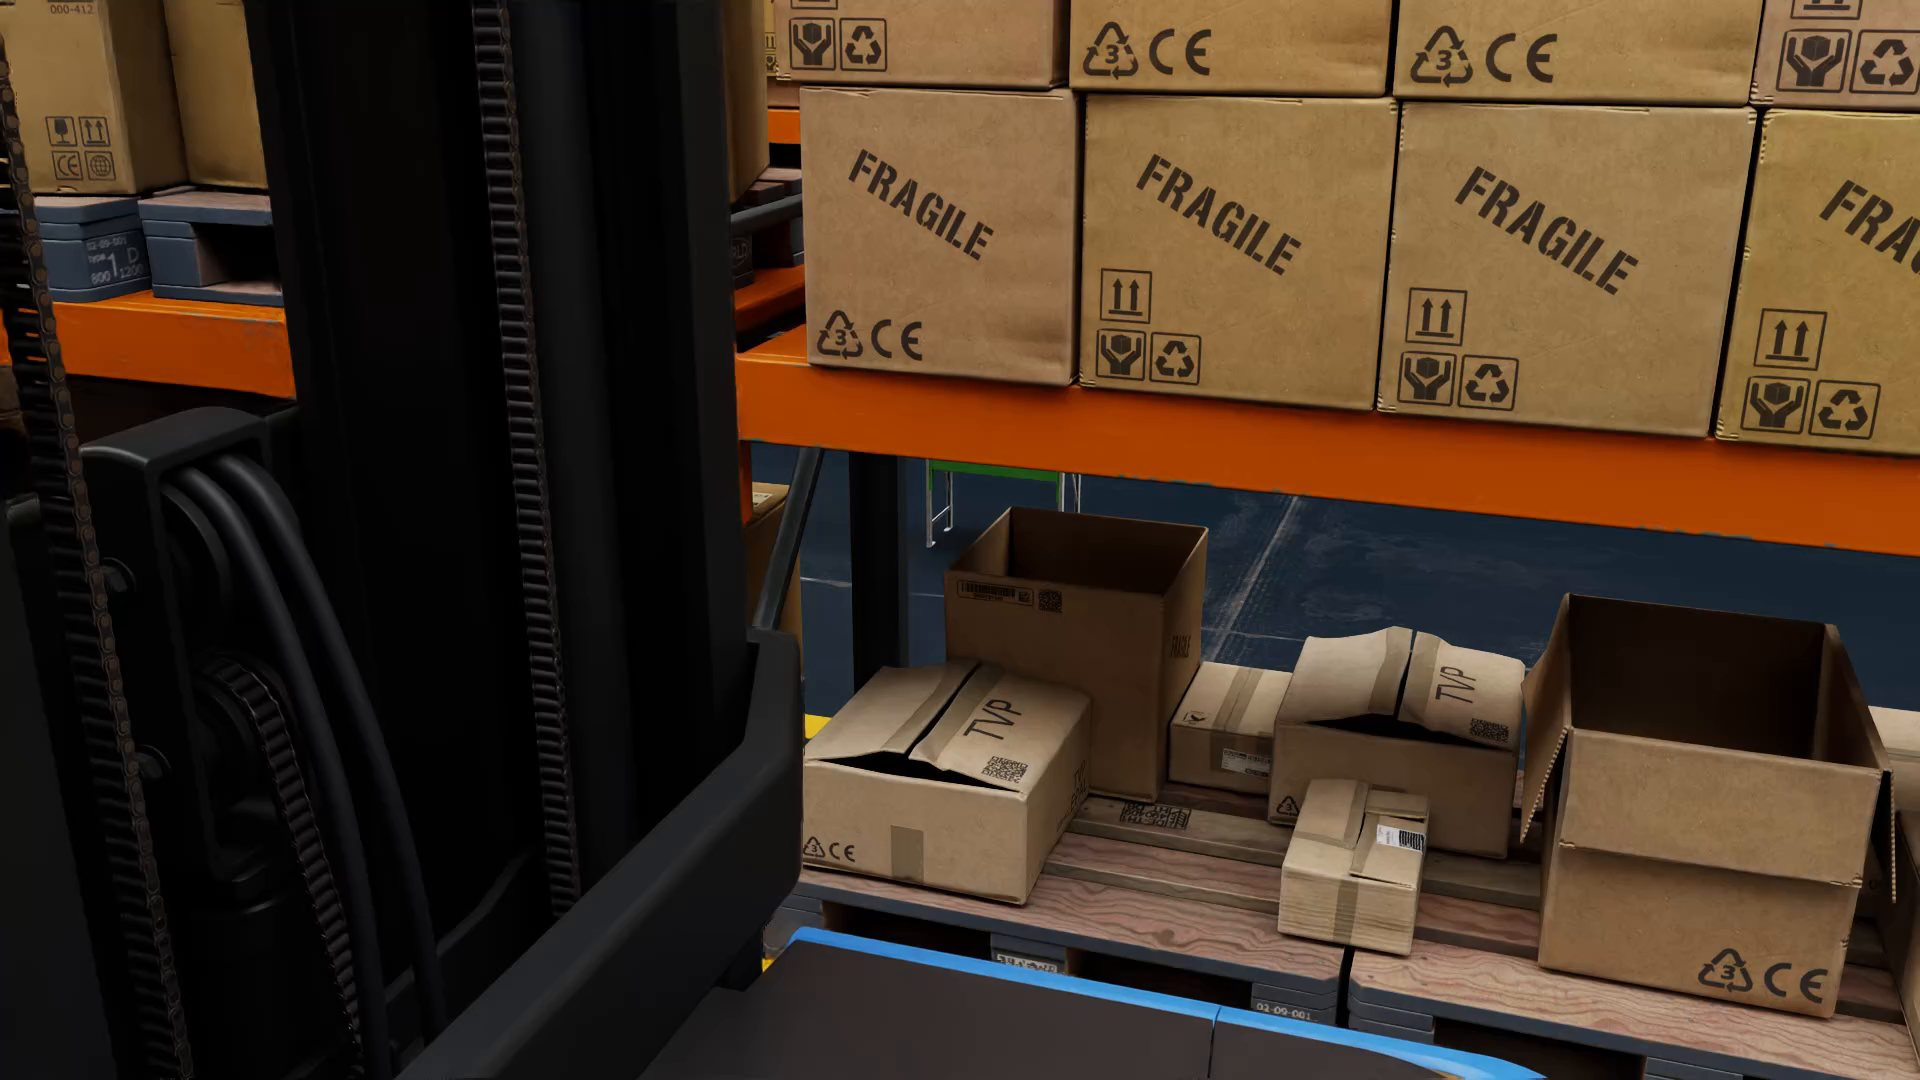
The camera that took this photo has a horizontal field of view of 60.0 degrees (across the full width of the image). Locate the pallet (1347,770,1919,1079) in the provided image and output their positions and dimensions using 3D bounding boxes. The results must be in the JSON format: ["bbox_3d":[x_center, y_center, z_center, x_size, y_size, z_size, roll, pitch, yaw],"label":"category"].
[{"bbox_3d":[1.453,0.828,3.381,1.213,0.211,1.003,7,20,18],"label":"pallet"}]

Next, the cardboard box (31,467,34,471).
[{"bbox_3d":[-2.183,-0.015,4.692,0.500,0.500,0.500,6,20,16],"label":"cardboard box"}]

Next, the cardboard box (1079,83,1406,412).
[{"bbox_3d":[0.525,-0.548,2.939,0.500,0.500,0.500,7,20,19],"label":"cardboard box"}]

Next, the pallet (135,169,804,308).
[{"bbox_3d":[-1.071,-0.724,3.888,1.213,0.211,1.003,7,20,18],"label":"pallet"}]

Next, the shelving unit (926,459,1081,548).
[{"bbox_3d":[0.156,-0.549,5.827,0.503,1.200,0.258,7,20,18],"label":"shelving unit"}]

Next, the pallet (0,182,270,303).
[{"bbox_3d":[-2.292,-0.827,4.184,1.213,0.211,1.003,7,20,18],"label":"pallet"}]

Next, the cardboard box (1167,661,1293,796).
[{"bbox_3d":[0.654,0.439,3.922,0.250,0.149,0.380,7,20,18],"label":"cardboard box"}]

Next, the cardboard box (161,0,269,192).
[{"bbox_3d":[-1.396,-1.115,3.929,0.500,0.500,0.700,10,22,27],"label":"cardboard box"}]

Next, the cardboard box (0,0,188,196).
[{"bbox_3d":[-2.041,-1.112,3.919,0.500,0.500,0.700,1,19,4],"label":"cardboard box"}]

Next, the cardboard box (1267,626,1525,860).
[{"bbox_3d":[0.988,0.422,3.726,0.500,0.311,0.500,7,20,18],"label":"cardboard box"}]

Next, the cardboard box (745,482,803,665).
[{"bbox_3d":[-0.729,0.150,4.218,0.500,0.500,0.500,6,20,16],"label":"cardboard box"}]

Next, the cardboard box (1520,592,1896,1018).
[{"bbox_3d":[1.425,0.478,3.273,0.637,0.503,0.797,7,20,18],"label":"cardboard box"}]

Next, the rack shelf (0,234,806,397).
[{"bbox_3d":[-2.241,-0.571,4.250,4.000,0.370,1.077,7,20,18],"label":"rack shelf"}]

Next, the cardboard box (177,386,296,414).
[{"bbox_3d":[-1.673,-0.312,4.405,0.500,0.250,0.500,7,20,18],"label":"cardboard box"}]

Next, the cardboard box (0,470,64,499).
[{"bbox_3d":[-2.331,0.149,4.220,0.500,0.500,0.500,6,20,16],"label":"cardboard box"}]

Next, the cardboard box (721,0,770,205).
[{"bbox_3d":[-0.726,-1.061,3.773,0.500,0.500,0.700,0,19,0],"label":"cardboard box"}]

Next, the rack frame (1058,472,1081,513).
[{"bbox_3d":[0.387,-0.522,5.752,0.015,1.200,0.240,7,20,18],"label":"rack frame"}]

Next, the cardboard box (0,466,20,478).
[{"bbox_3d":[-2.825,0.094,4.377,0.500,0.500,0.500,6,20,17],"label":"cardboard box"}]

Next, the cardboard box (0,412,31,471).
[{"bbox_3d":[-2.681,-0.070,4.849,0.500,0.500,0.500,6,20,16],"label":"cardboard box"}]

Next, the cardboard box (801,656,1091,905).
[{"bbox_3d":[-0.026,0.480,3.559,0.500,0.311,0.500,7,20,18],"label":"cardboard box"}]

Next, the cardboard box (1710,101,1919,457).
[{"bbox_3d":[1.478,-0.439,2.625,0.500,0.500,0.500,6,20,17],"label":"cardboard box"}]

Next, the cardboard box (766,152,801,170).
[{"bbox_3d":[-1.031,-1.634,8.834,0.750,0.750,0.750,6,20,18],"label":"cardboard box"}]

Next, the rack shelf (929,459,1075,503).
[{"bbox_3d":[0.156,-0.262,5.927,0.480,0.148,0.258,7,20,18],"label":"rack shelf"}]

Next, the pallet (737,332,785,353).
[{"bbox_3d":[-0.639,-1.110,8.939,1.213,0.211,1.003,7,20,18],"label":"pallet"}]

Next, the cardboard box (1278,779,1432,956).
[{"bbox_3d":[0.794,0.638,3.324,0.250,0.166,0.380,7,20,18],"label":"cardboard box"}]

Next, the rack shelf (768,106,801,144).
[{"bbox_3d":[-0.619,-2.112,8.670,4.000,0.370,1.077,7,20,18],"label":"rack shelf"}]

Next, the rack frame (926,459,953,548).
[{"bbox_3d":[-0.074,-0.575,5.903,0.015,1.200,0.240,7,20,18],"label":"rack frame"}]

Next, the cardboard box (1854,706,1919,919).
[{"bbox_3d":[2.062,0.573,3.384,0.500,0.250,0.500,7,20,18],"label":"cardboard box"}]

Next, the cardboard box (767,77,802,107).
[{"bbox_3d":[-0.820,-2.288,8.435,0.250,0.149,0.380,7,20,18],"label":"cardboard box"}]

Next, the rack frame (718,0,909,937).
[{"bbox_3d":[-0.352,-0.695,3.512,0.127,3.000,1.000,7,20,18],"label":"rack frame"}]

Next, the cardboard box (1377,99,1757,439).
[{"bbox_3d":[0.997,-0.493,2.782,0.500,0.500,0.500,6,20,18],"label":"cardboard box"}]

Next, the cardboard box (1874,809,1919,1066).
[{"bbox_3d":[1.945,0.734,2.922,0.500,0.250,0.500,7,20,18],"label":"cardboard box"}]

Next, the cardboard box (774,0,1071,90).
[{"bbox_3d":[0.001,-1.076,2.934,0.500,0.500,0.500,7,20,19],"label":"cardboard box"}]

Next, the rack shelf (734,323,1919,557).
[{"bbox_3d":[1.538,-0.139,3.010,4.000,0.370,1.077,7,20,18],"label":"rack shelf"}]

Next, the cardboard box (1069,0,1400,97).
[{"bbox_3d":[0.489,-1.020,2.774,0.500,0.500,0.500,6,20,16],"label":"cardboard box"}]

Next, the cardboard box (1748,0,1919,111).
[{"bbox_3d":[1.462,-0.909,2.455,0.500,0.500,0.500,7,20,20],"label":"cardboard box"}]

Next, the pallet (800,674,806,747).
[{"bbox_3d":[-1.132,0.546,4.189,1.213,0.211,1.003,7,20,18],"label":"pallet"}]

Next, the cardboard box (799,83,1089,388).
[{"bbox_3d":[0.040,-0.602,3.094,0.500,0.500,0.500,7,20,19],"label":"cardboard box"}]

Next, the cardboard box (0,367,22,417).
[{"bbox_3d":[-3.115,-0.475,4.873,0.500,0.250,0.500,7,21,20],"label":"cardboard box"}]

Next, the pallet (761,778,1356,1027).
[{"bbox_3d":[0.297,0.697,3.757,1.213,0.211,1.003,7,20,18],"label":"pallet"}]

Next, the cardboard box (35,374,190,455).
[{"bbox_3d":[-2.147,-0.366,4.560,0.500,0.250,0.500,6,20,17],"label":"cardboard box"}]

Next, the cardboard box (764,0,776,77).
[{"bbox_3d":[-0.679,-2.565,8.244,0.500,0.500,0.500,7,20,20],"label":"cardboard box"}]

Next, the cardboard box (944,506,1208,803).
[{"bbox_3d":[0.280,0.251,3.927,0.500,0.500,0.500,7,20,18],"label":"cardboard box"}]

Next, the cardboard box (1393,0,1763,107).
[{"bbox_3d":[0.974,-0.964,2.615,0.500,0.500,0.500,6,20,16],"label":"cardboard box"}]
